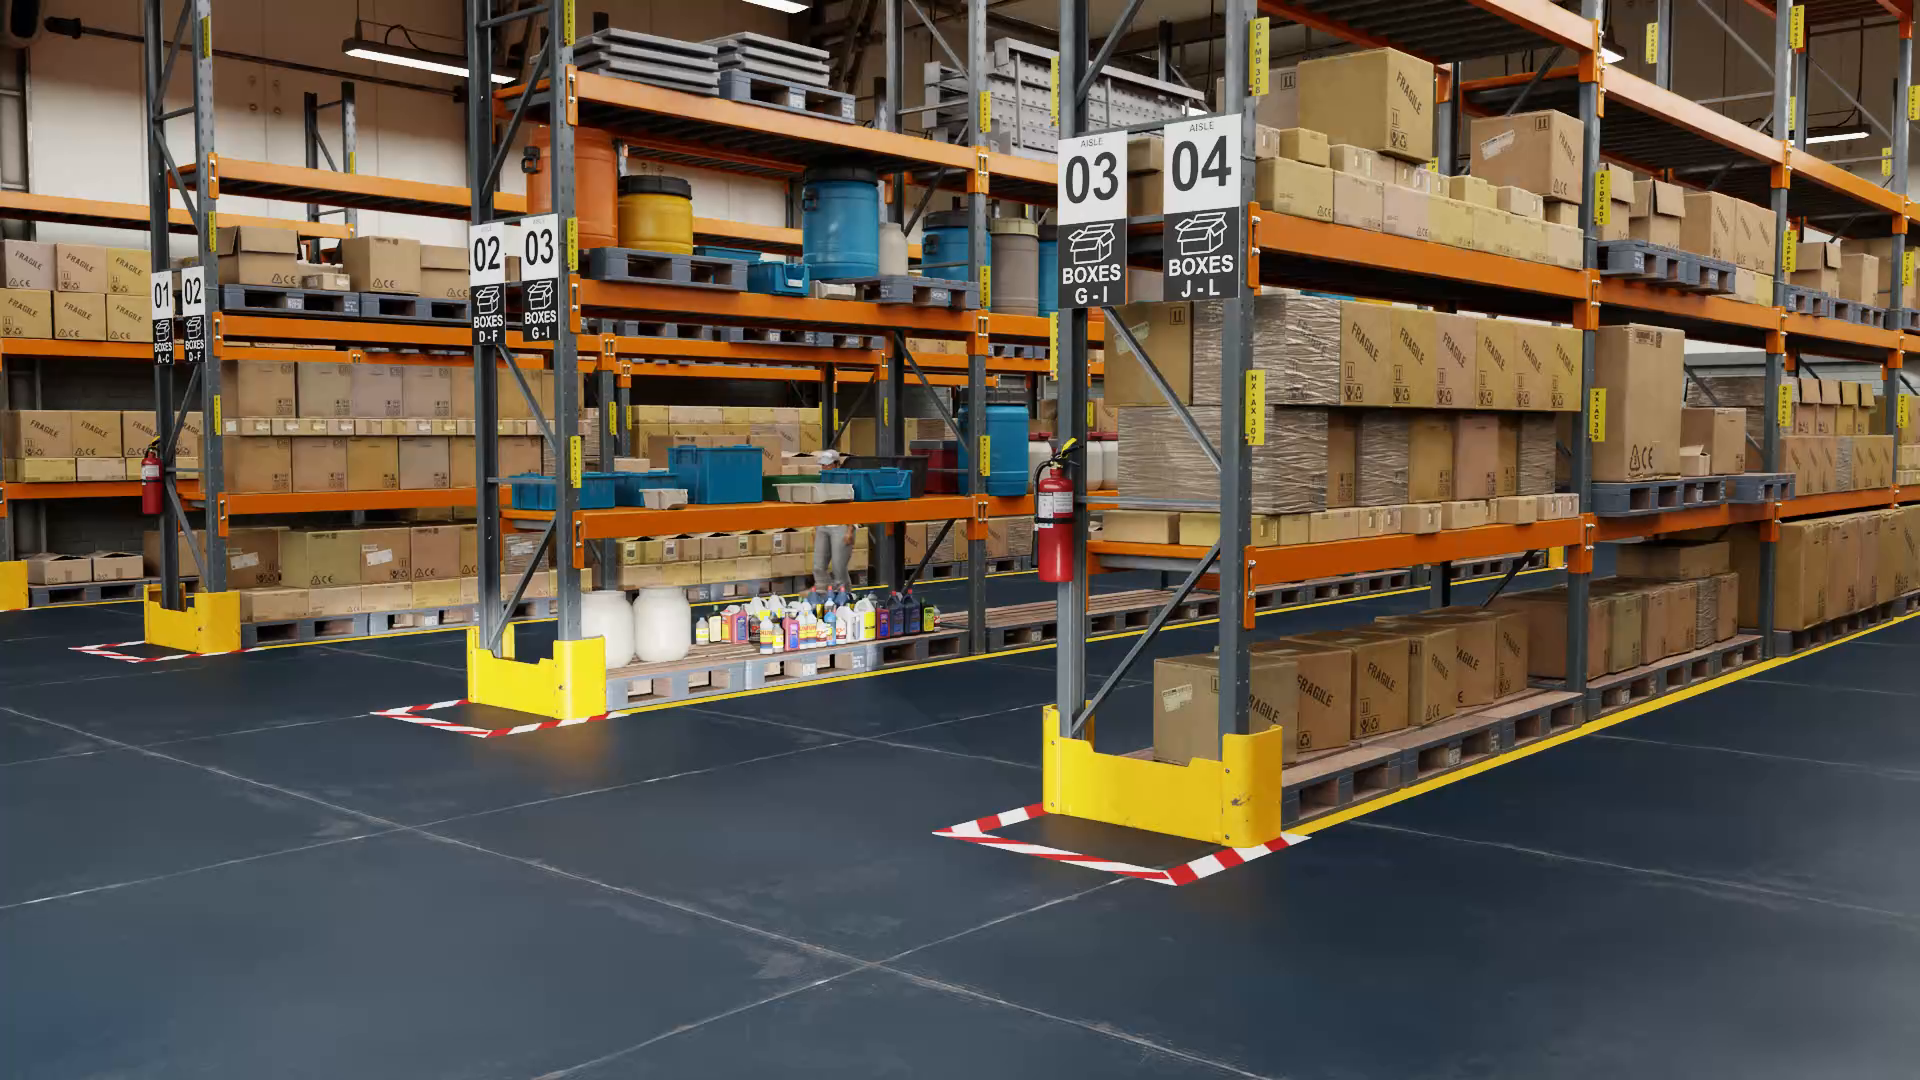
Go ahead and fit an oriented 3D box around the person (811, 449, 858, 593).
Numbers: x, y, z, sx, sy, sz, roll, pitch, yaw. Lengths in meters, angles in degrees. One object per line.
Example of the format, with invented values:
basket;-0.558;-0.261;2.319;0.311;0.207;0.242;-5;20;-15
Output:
person;-1.285;-0.078;16.670;0.558;1.665;0.468;3;5;38
